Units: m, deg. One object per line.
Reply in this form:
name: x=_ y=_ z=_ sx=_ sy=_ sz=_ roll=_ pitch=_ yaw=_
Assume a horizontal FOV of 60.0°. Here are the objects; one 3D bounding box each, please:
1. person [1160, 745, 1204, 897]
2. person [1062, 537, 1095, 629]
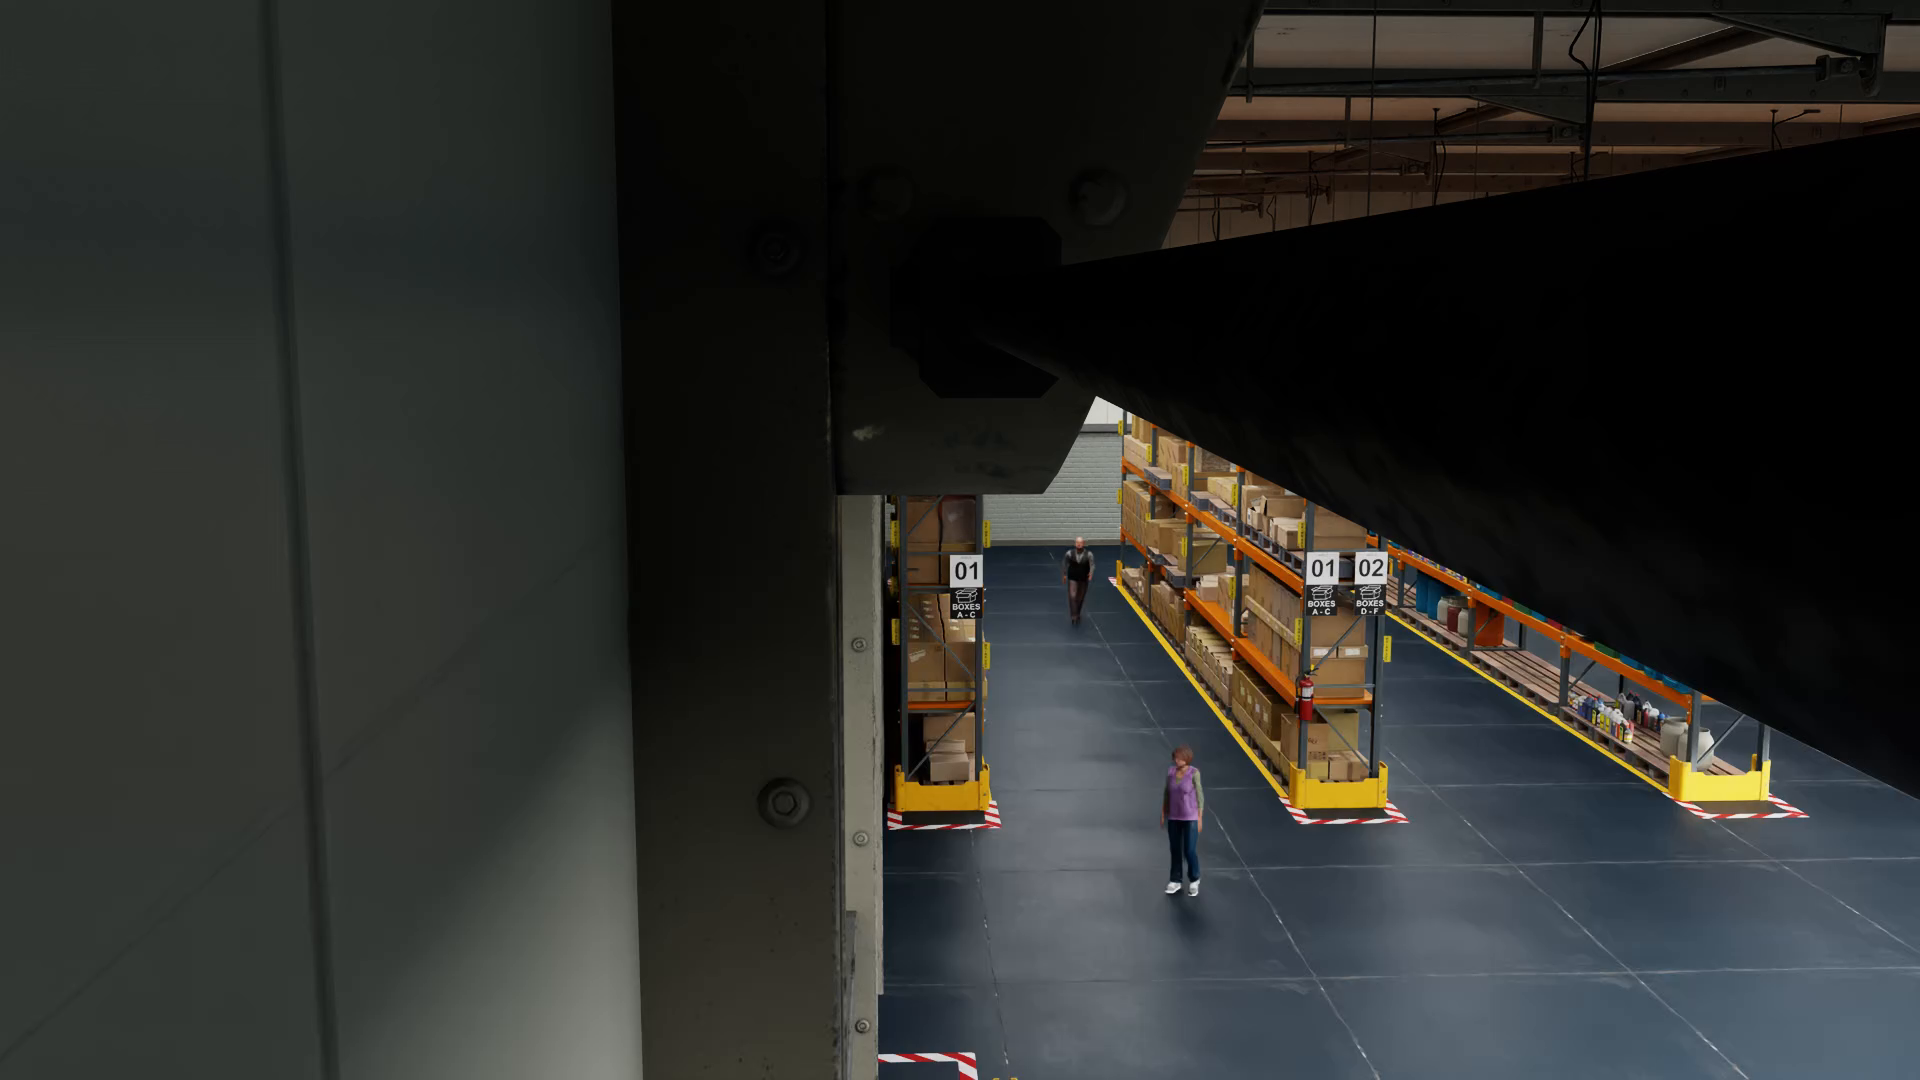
person: x=2.346 y=2.955 z=17.607 sx=0.452 sy=1.604 sz=0.342 roll=6 pitch=10 yaw=34
person: x=2.297 y=0.789 z=32.062 sx=0.614 sy=1.702 sz=0.992 roll=0 pitch=8 yaw=-2
